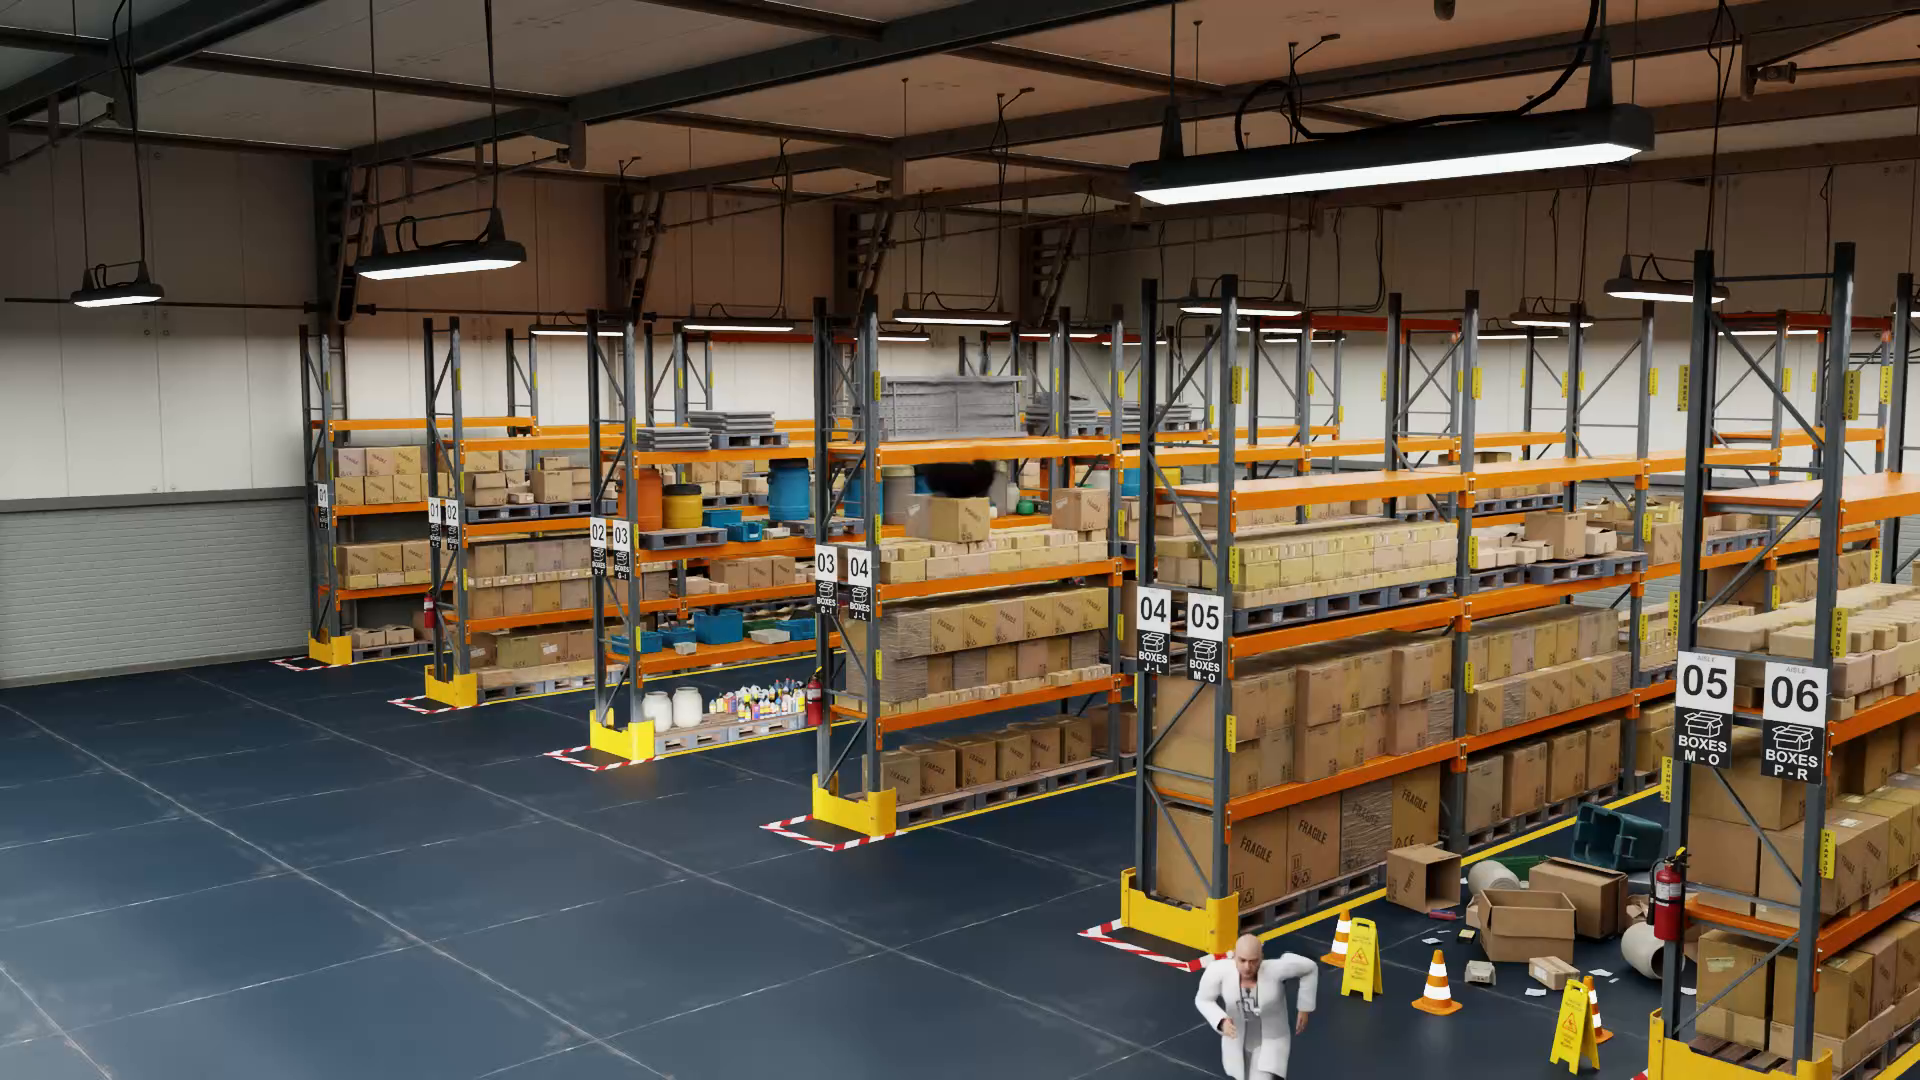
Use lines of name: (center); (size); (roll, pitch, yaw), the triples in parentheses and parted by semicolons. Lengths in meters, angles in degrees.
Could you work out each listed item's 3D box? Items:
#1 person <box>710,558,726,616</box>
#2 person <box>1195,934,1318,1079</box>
person: (-4.621, 1.120, 32.248); (0.564, 1.592, 0.921); (4, 7, 35)
person: (1.918, 3.282, 10.730); (0.753, 1.738, 1.072); (2, 6, 17)
